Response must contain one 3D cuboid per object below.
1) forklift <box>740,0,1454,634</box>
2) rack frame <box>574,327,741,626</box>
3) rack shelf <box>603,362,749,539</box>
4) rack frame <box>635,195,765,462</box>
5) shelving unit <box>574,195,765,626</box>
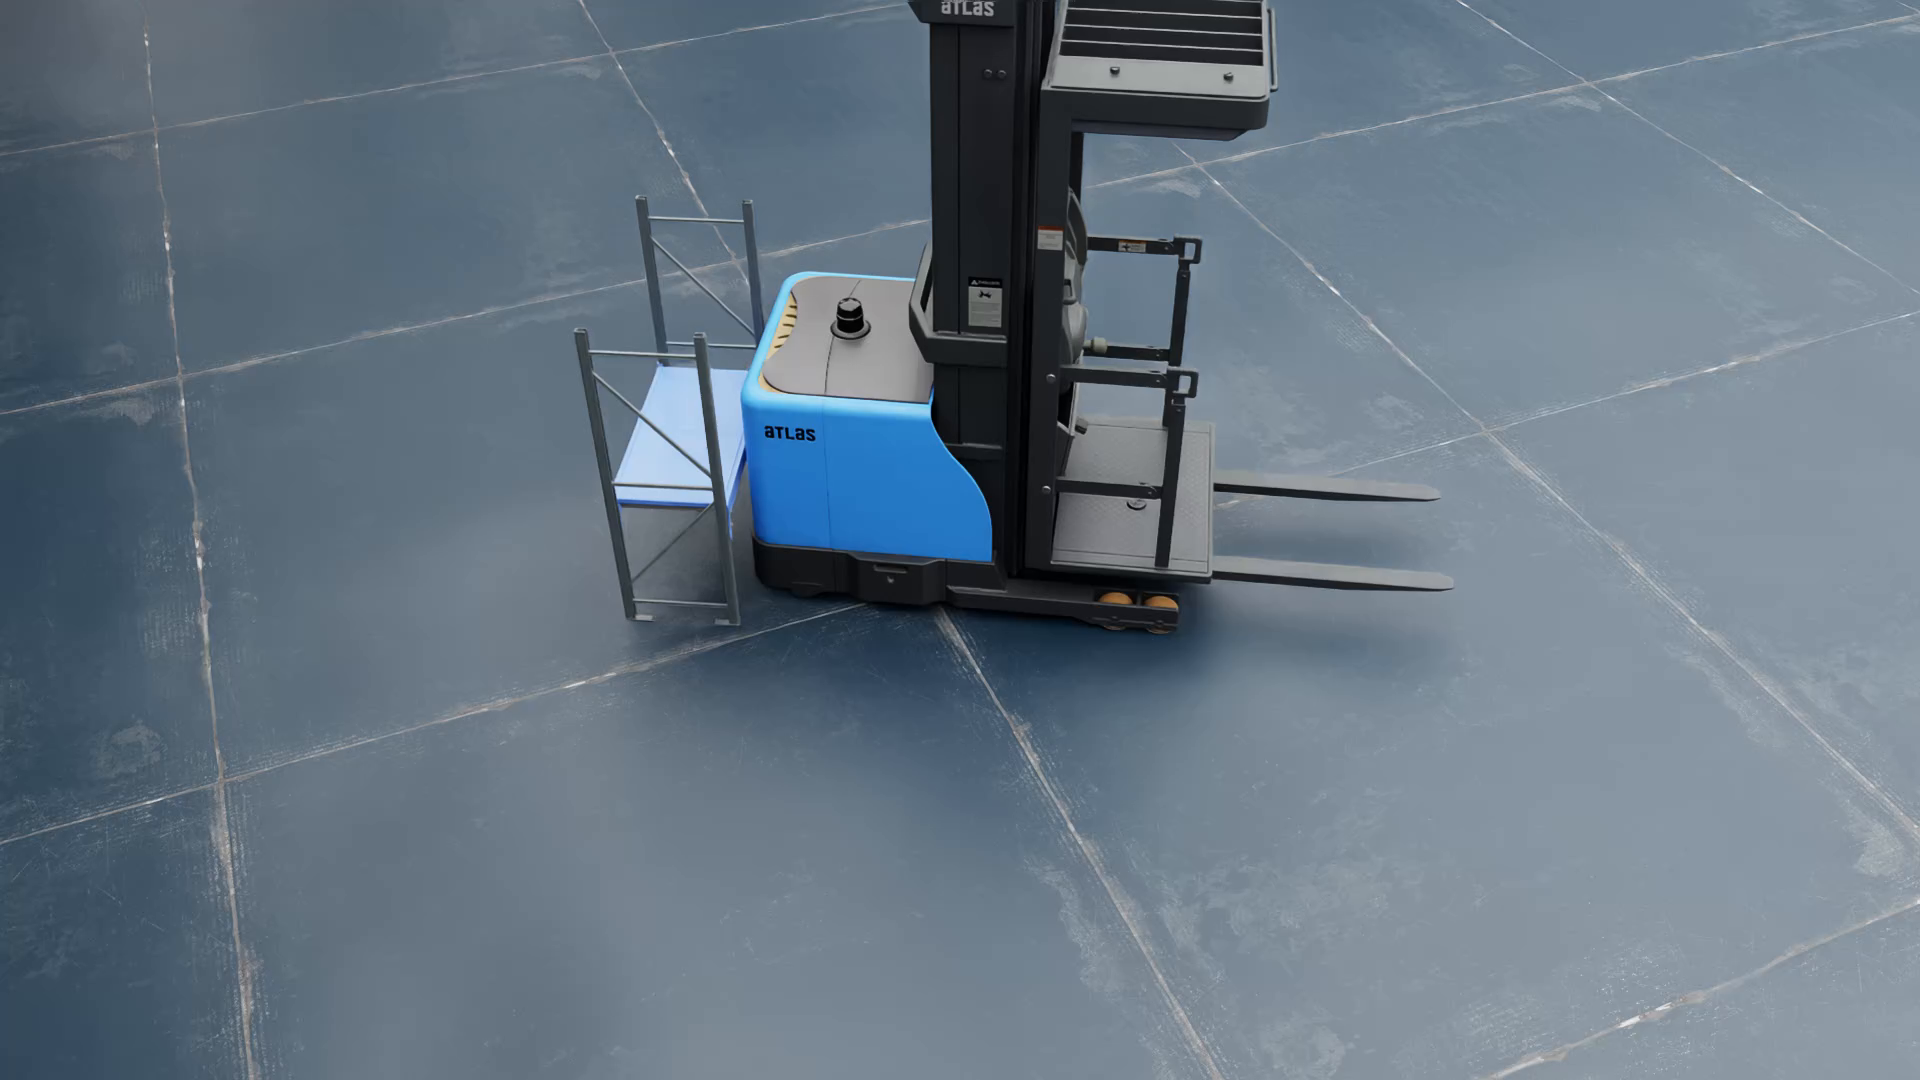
[{"bbox_3d":[0.647,-1.076,6.671,3.031,2.935,1.130,5,41,5],"label":"forklift"},{"bbox_3d":[-1.208,-0.216,6.768,0.500,1.500,0.032,3,41,4],"label":"rack frame"},{"bbox_3d":[-1.167,-0.410,7.270,0.538,0.185,1.000,3,41,4],"label":"rack shelf"},{"bbox_3d":[-1.126,-0.876,7.537,0.500,1.500,0.032,3,41,4],"label":"rack frame"},{"bbox_3d":[-1.167,-0.546,7.153,0.538,1.500,1.048,3,41,4],"label":"shelving unit"}]
